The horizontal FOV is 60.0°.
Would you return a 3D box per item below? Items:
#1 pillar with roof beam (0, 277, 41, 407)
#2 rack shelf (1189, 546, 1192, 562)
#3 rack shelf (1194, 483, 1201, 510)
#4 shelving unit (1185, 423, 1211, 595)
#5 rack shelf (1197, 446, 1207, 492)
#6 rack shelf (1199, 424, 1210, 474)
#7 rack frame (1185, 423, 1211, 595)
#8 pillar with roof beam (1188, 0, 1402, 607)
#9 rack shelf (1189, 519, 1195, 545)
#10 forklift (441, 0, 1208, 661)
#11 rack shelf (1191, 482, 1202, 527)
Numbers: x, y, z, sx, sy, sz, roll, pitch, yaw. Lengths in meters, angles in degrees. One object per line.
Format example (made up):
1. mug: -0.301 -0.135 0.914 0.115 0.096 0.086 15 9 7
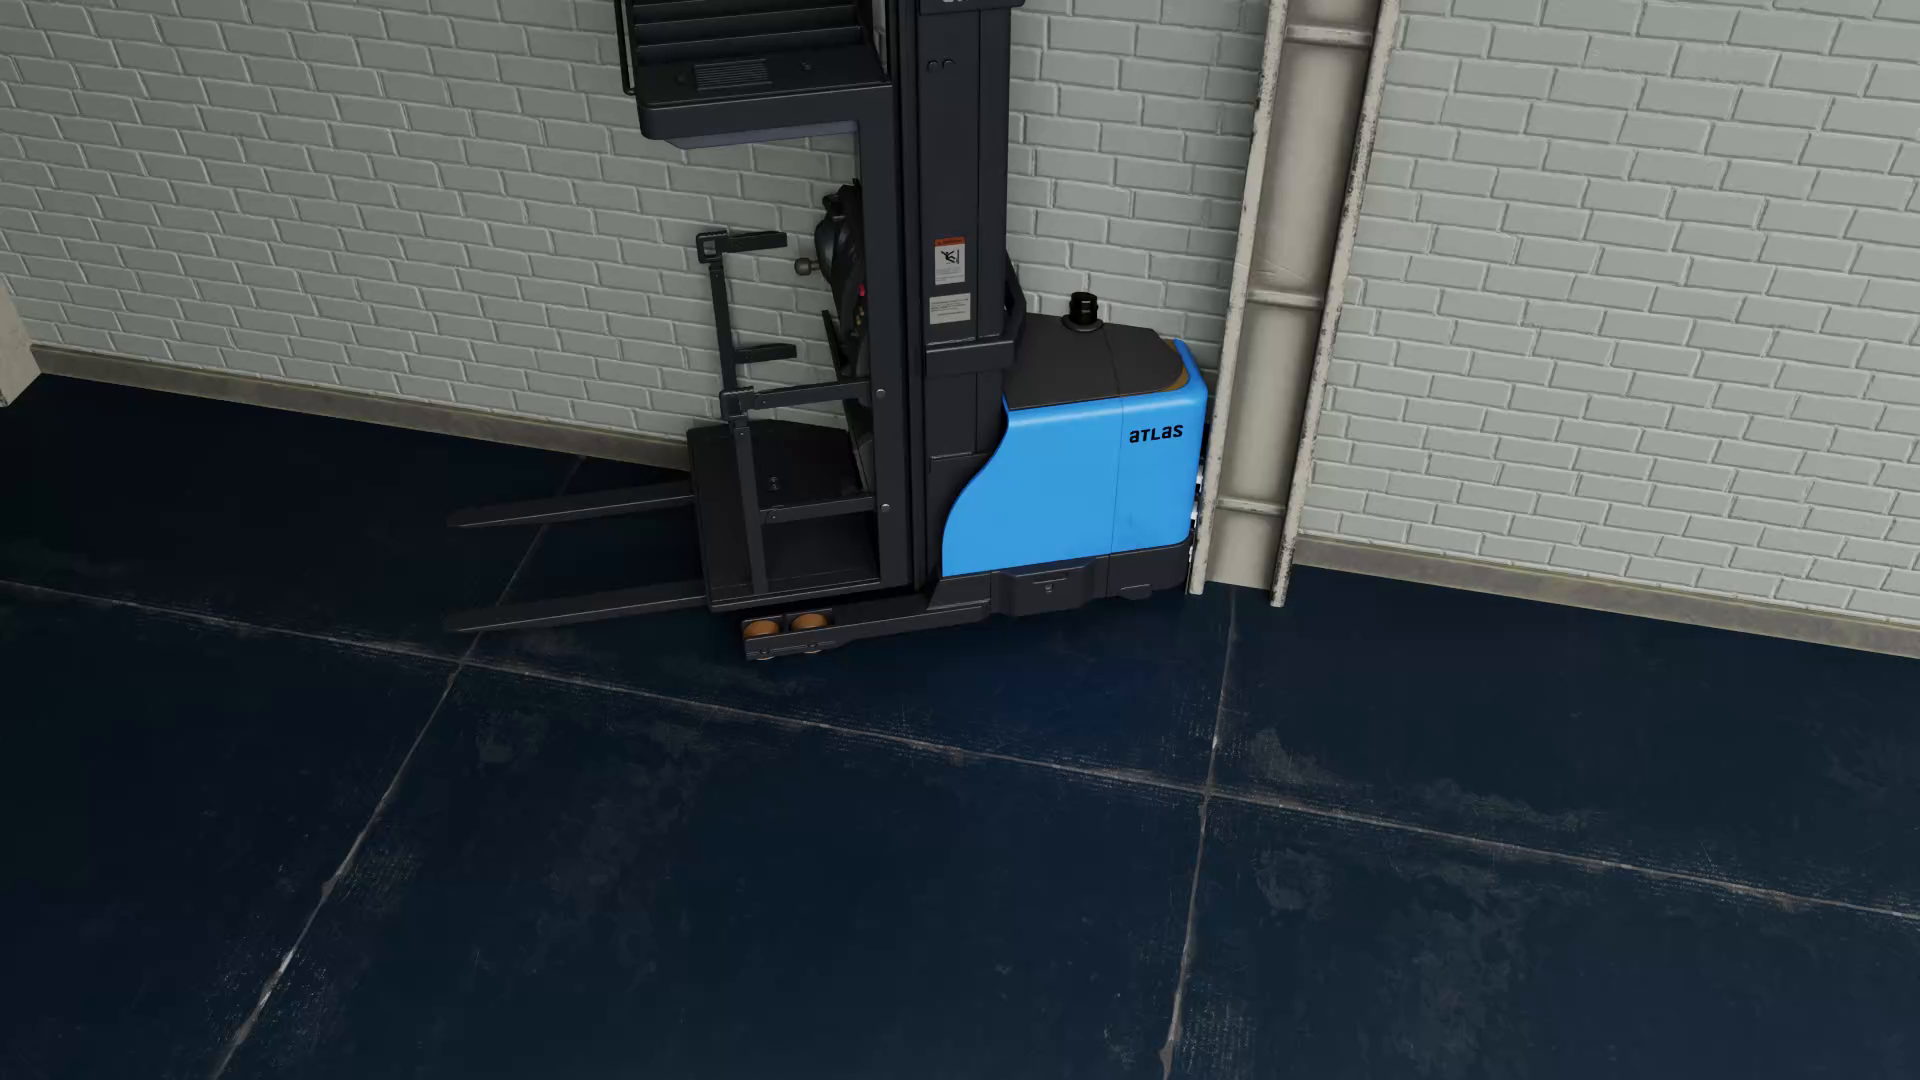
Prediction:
1. pillar with roof beam: -5.610 -1.091 1.854 0.400 9.000 9.100 9 45 9
2. rack shelf: 0.878 -0.030 6.943 0.200 0.077 0.258 9 39 8
3. rack shelf: 0.886 -0.241 6.775 0.200 0.077 0.258 9 39 8
4. shelving unit: 0.885 -0.197 6.810 0.210 0.900 0.258 9 39 8
5. rack shelf: 0.889 -0.311 6.719 0.200 0.077 0.258 9 39 8
6. rack shelf: 0.891 -0.381 6.663 0.200 0.077 0.258 9 39 8
7. rack frame: 0.984 -0.181 6.795 0.006 0.900 0.240 9 39 8
8. pillar with roof beam: 0.245 -0.182 0.910 0.400 9.000 9.100 9 45 9
9. rack shelf: 0.881 -0.100 6.887 0.200 0.077 0.258 9 39 8
10. forklift: -0.613 -0.972 6.107 3.031 2.935 1.130 -8 44 -8
11. rack shelf: 0.884 -0.171 6.831 0.200 0.077 0.258 9 39 8
